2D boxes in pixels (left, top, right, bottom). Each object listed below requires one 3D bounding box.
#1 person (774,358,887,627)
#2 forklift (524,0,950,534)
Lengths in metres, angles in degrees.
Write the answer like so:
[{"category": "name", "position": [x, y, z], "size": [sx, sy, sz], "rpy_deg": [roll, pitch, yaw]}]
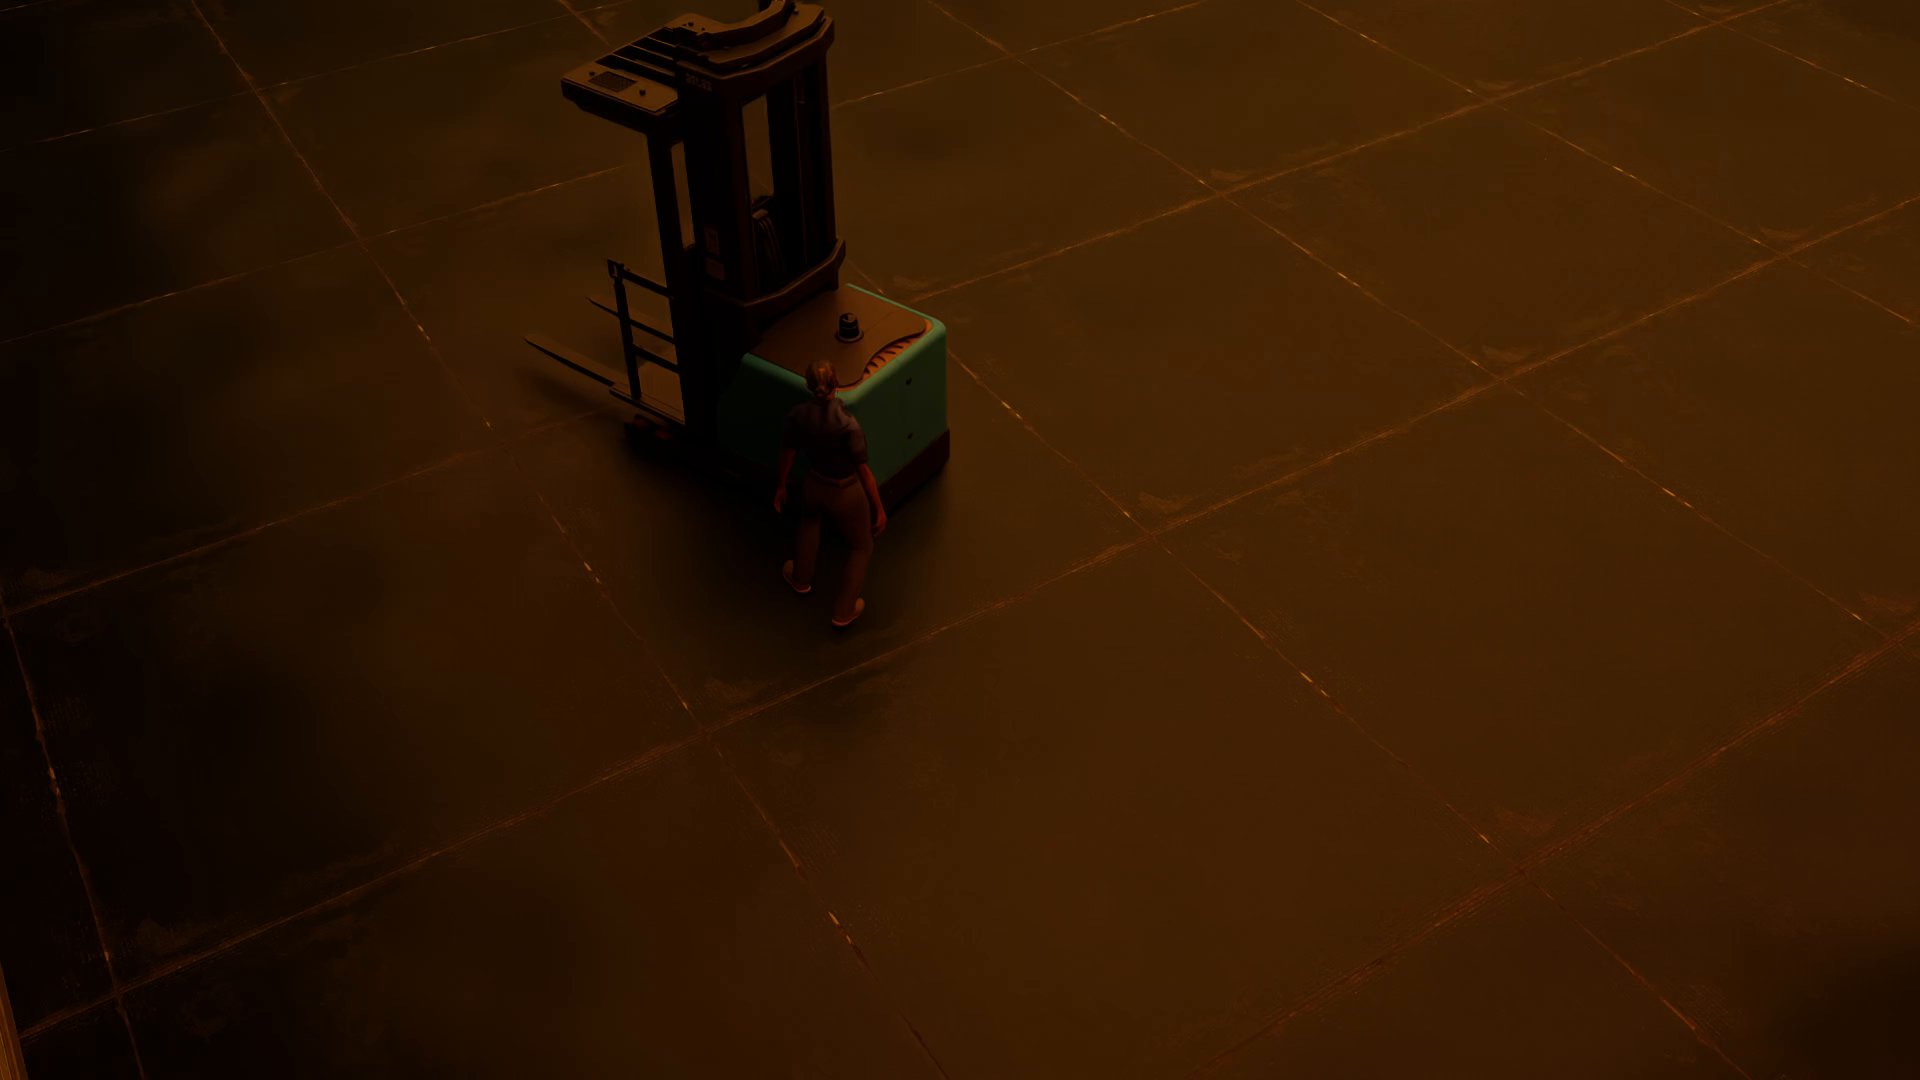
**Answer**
[{"category": "person", "position": [-0.733, -0.248, 9.190], "size": [0.812, 1.628, 0.414], "rpy_deg": [22, 46, 23]}, {"category": "forklift", "position": [-1.556, -1.910, 10.056], "size": [3.031, 2.935, 1.130], "rpy_deg": [25, 47, 26]}]
